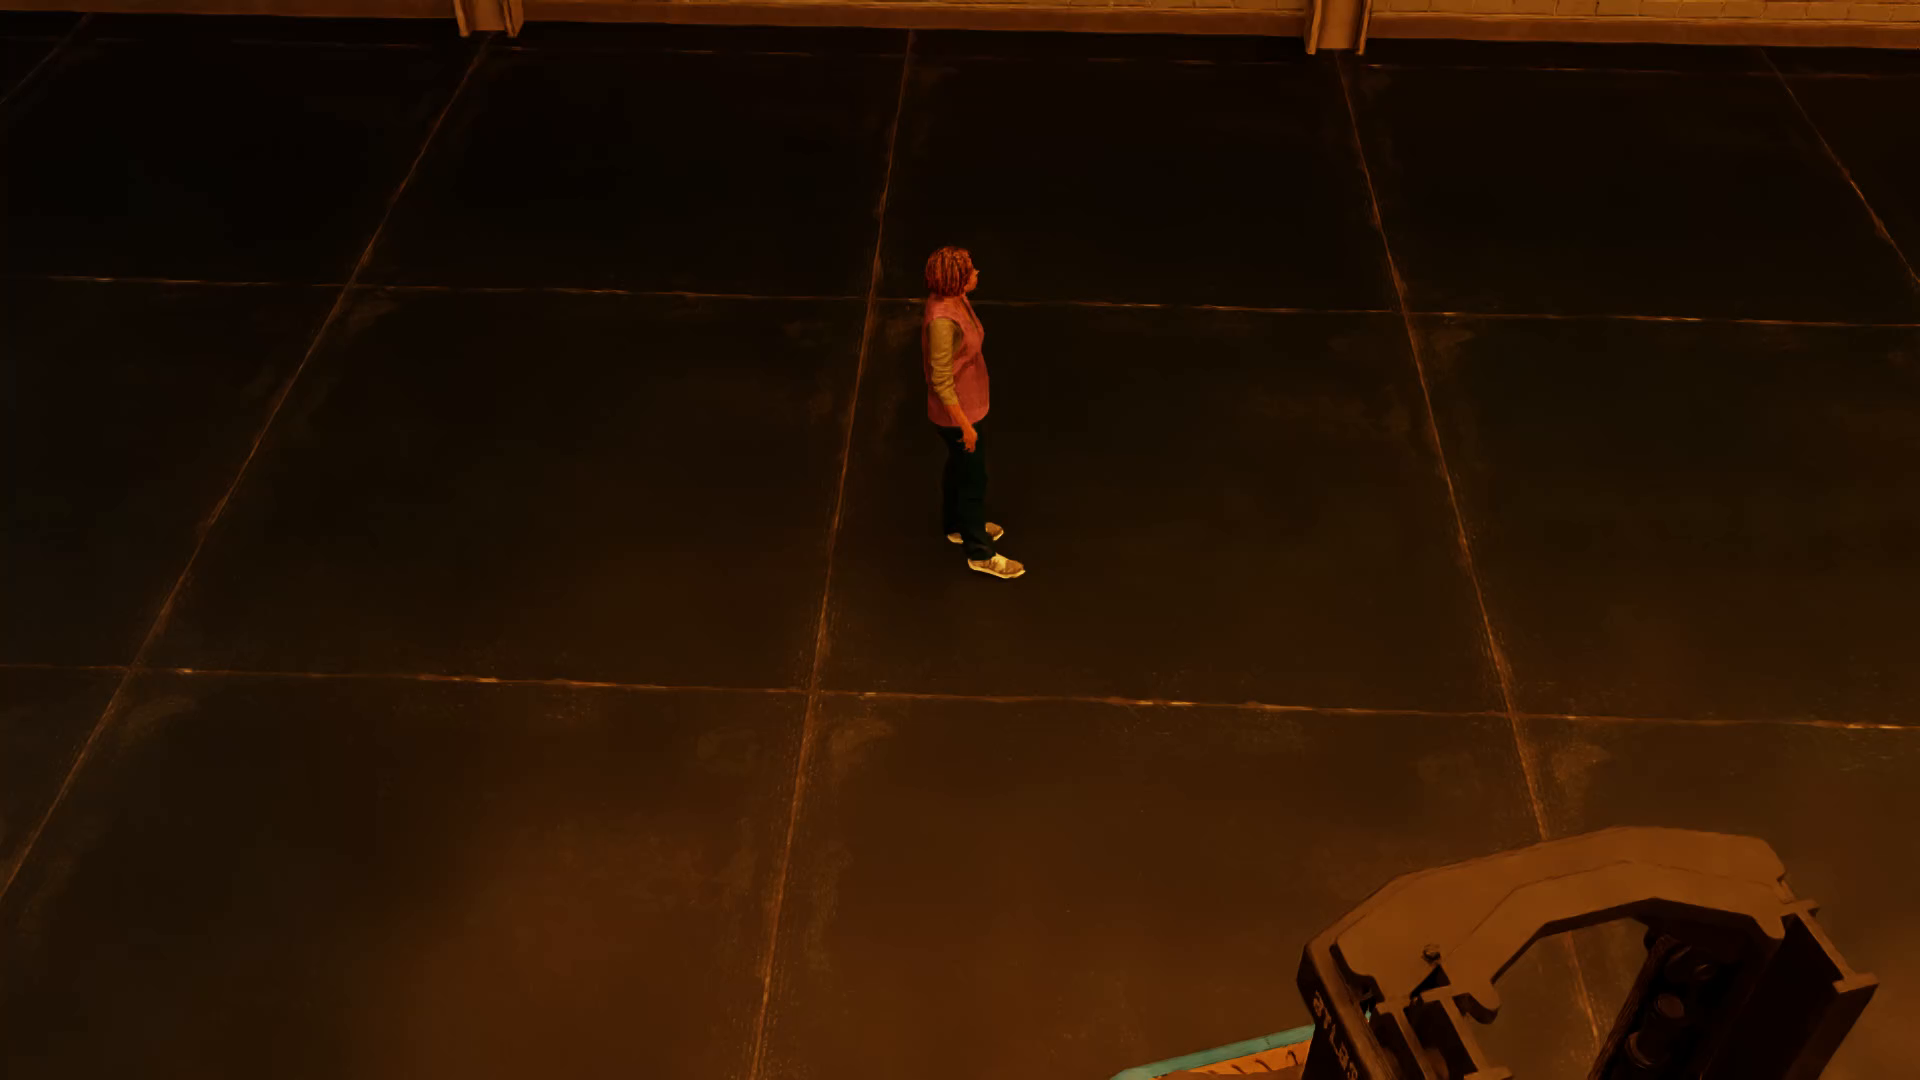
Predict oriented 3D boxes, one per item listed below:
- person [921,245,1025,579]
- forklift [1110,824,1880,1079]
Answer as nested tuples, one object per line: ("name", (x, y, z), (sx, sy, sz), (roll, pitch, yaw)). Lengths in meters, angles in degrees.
("person", (0.073, -0.584, 7.360), (0.474, 1.597, 0.520), (2, 42, 2))
("forklift", (1.249, 2.098, 3.444), (1.130, 2.935, 3.031), (-10, 43, -11))
